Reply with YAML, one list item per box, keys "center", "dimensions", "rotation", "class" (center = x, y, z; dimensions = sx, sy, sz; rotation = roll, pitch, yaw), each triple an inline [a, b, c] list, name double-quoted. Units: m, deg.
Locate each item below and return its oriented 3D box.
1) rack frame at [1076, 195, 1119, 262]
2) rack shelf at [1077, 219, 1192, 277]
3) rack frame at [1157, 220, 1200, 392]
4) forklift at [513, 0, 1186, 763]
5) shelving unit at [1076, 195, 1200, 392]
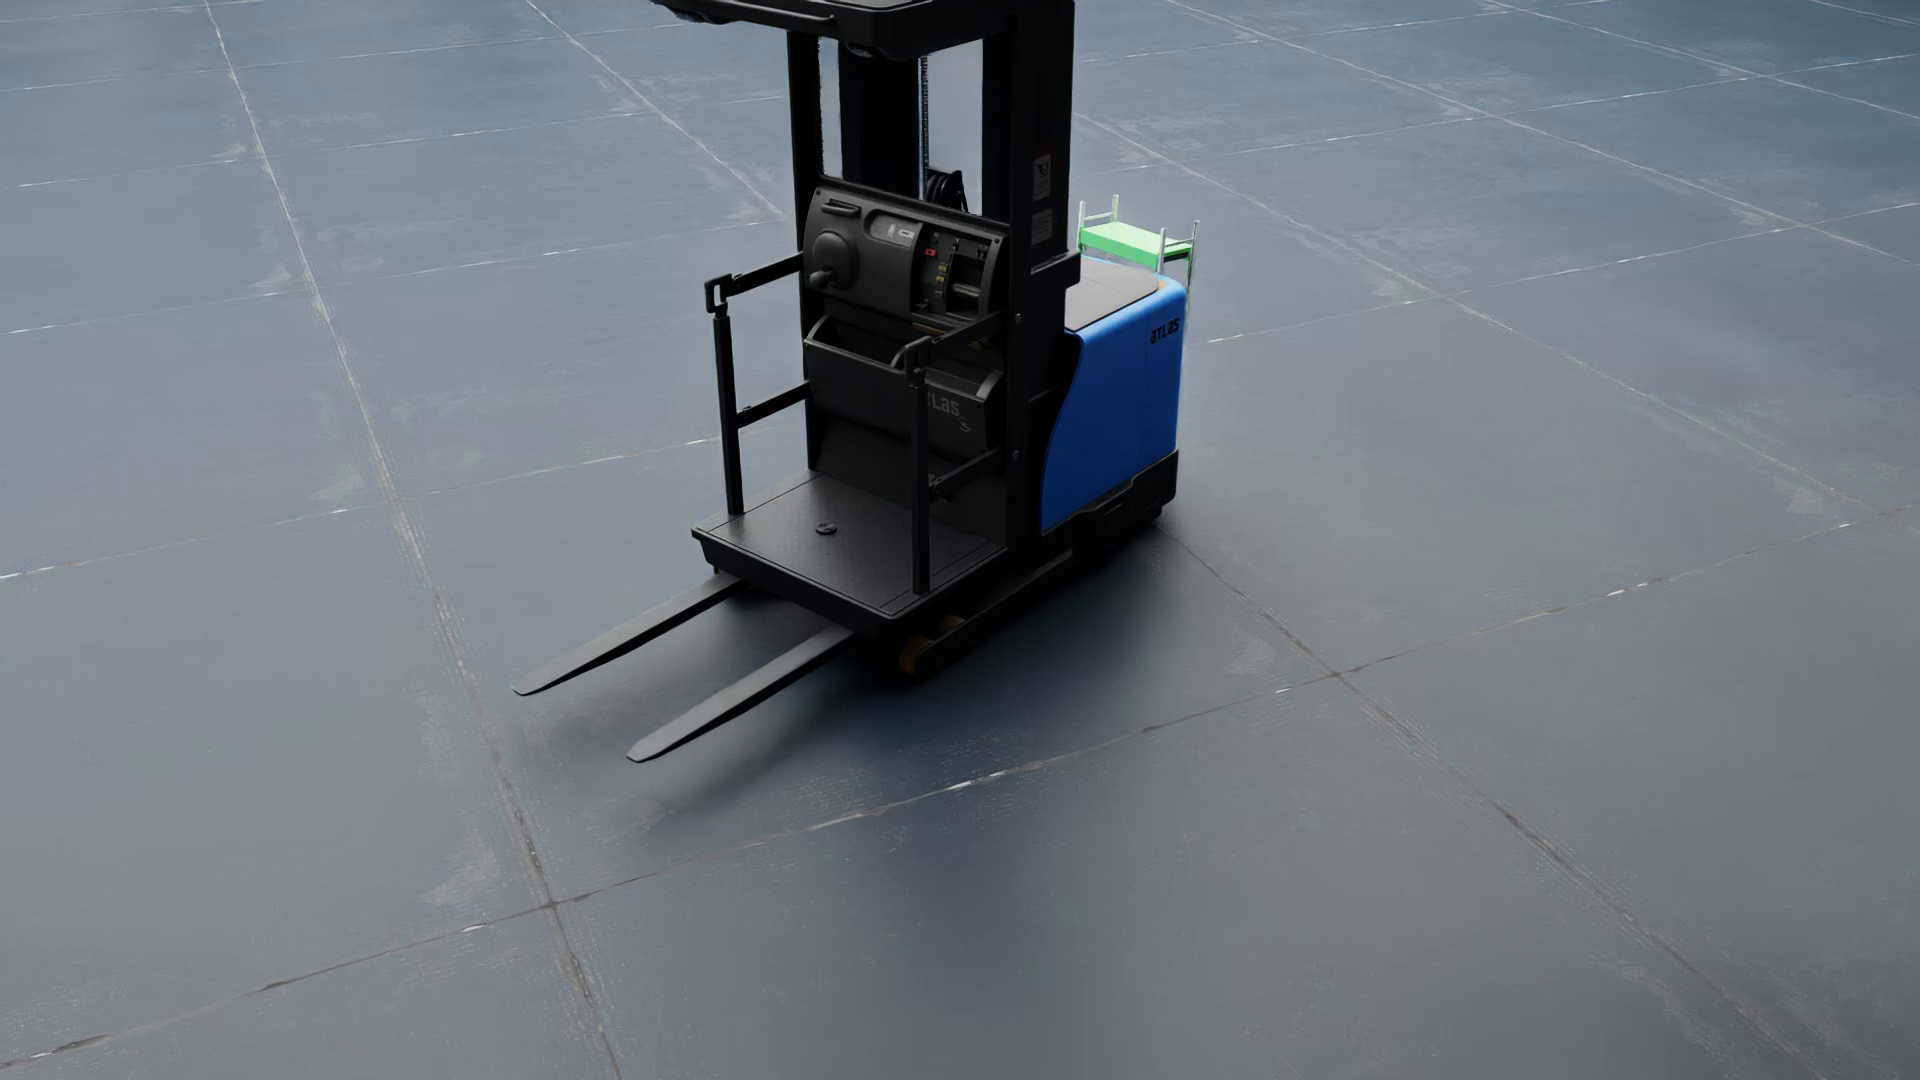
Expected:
- center: [0.601, -1.014, 7.813]
  dimensions: [0.240, 1.200, 0.015]
  rotation: [-20, 35, -38]
  class: "rack frame"
- center: [0.787, -1.297, 7.469]
  dimensions: [0.258, 0.148, 0.480]
  rotation: [-20, 35, -38]
  class: "rack shelf"
- center: [0.929, -0.836, 7.497]
  dimensions: [0.240, 1.200, 0.015]
  rotation: [-20, 35, -38]
  class: "rack frame"
- center: [-0.357, -1.024, 6.080]
  dimensions: [1.130, 2.935, 3.031]
  rotation: [22, 36, 34]
  class: "forklift"
- center: [0.765, -0.925, 7.655]
  dimensions: [0.258, 1.200, 0.503]
  rotation: [-20, 35, -38]
  class: "shelving unit"
